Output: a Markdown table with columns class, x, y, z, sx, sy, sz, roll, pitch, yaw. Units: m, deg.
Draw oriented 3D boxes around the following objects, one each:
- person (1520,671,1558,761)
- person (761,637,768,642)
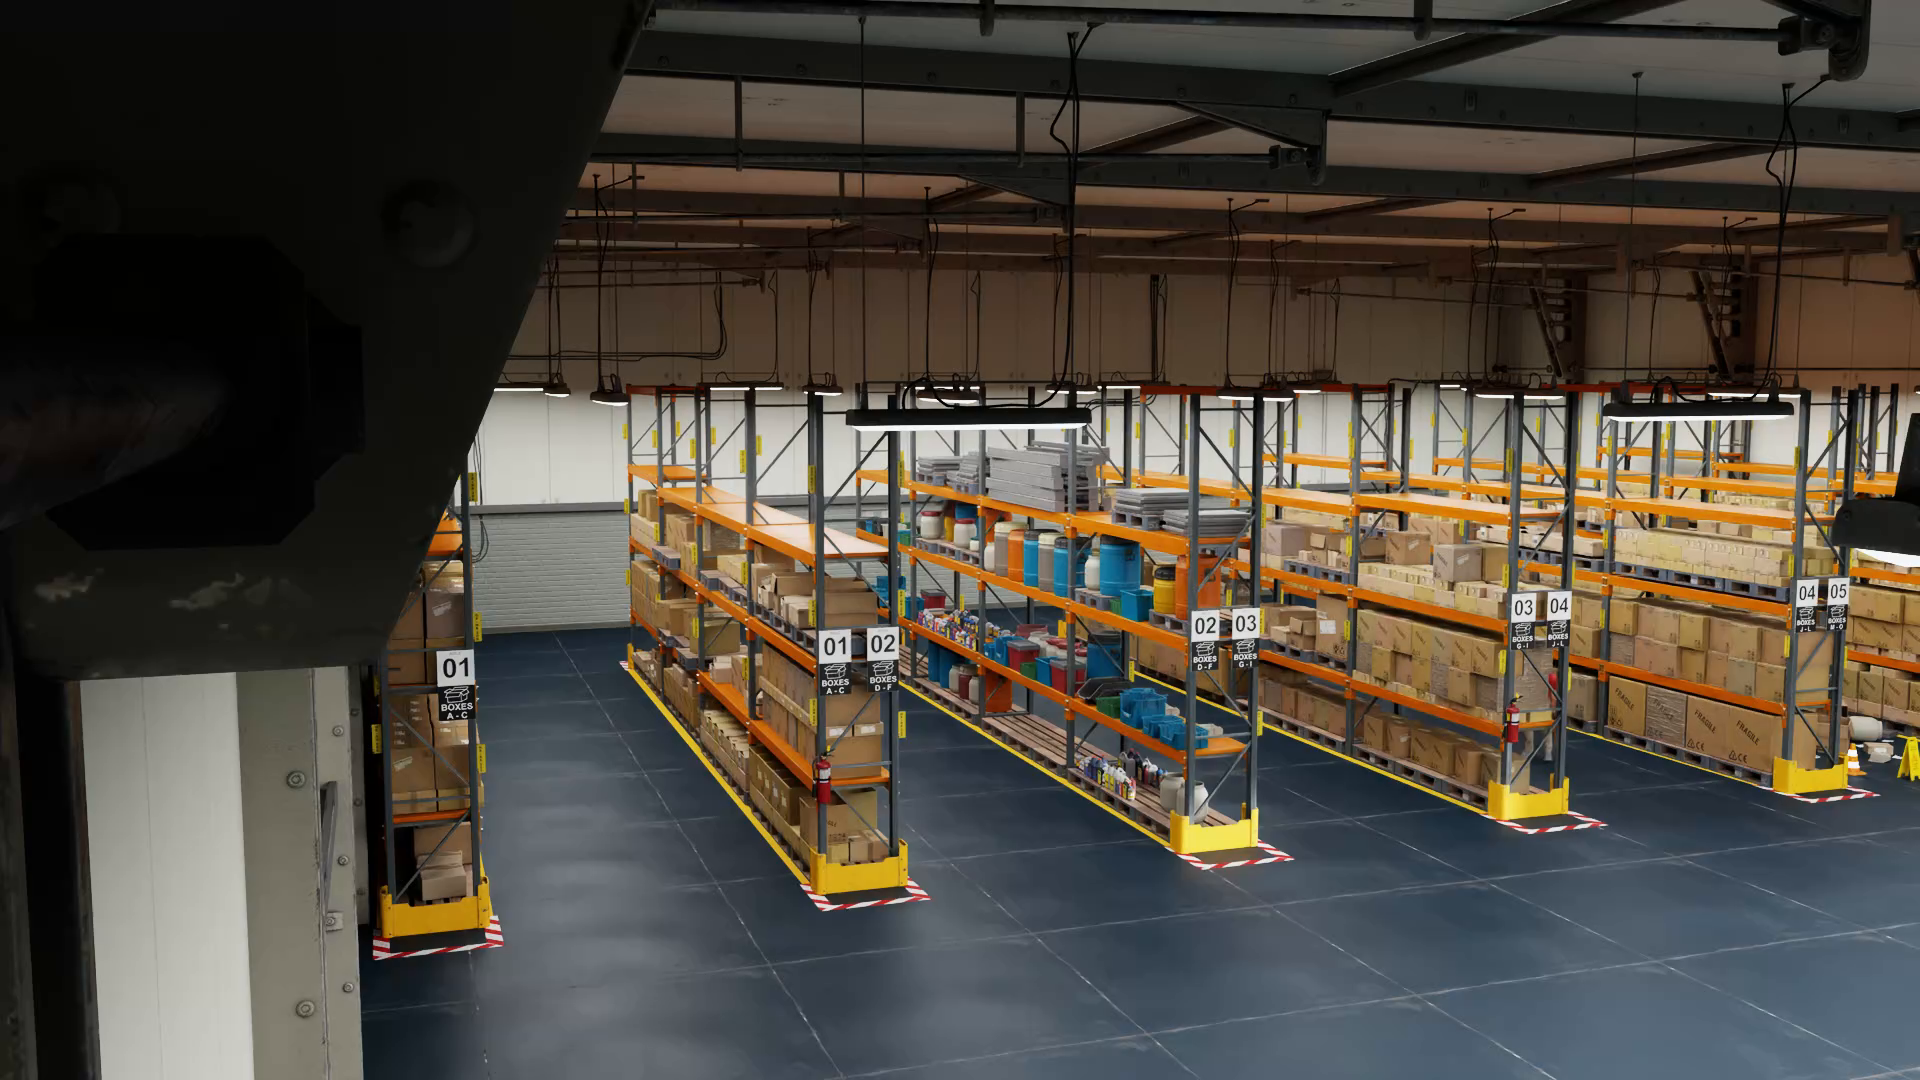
| class | x | y | z | sx | sy | sz | roll | pitch | yaw |
| --- | --- | --- | --- | --- | --- | --- | --- | --- | --- |
| person | 9.339 | 2.704 | 26.915 | 0.401 | 1.774 | 0.693 | -5 | 8 | -42 |
| person | -3.747 | 1.859 | 33.837 | 0.641 | 1.732 | 1.048 | -2 | 6 | -21 |
